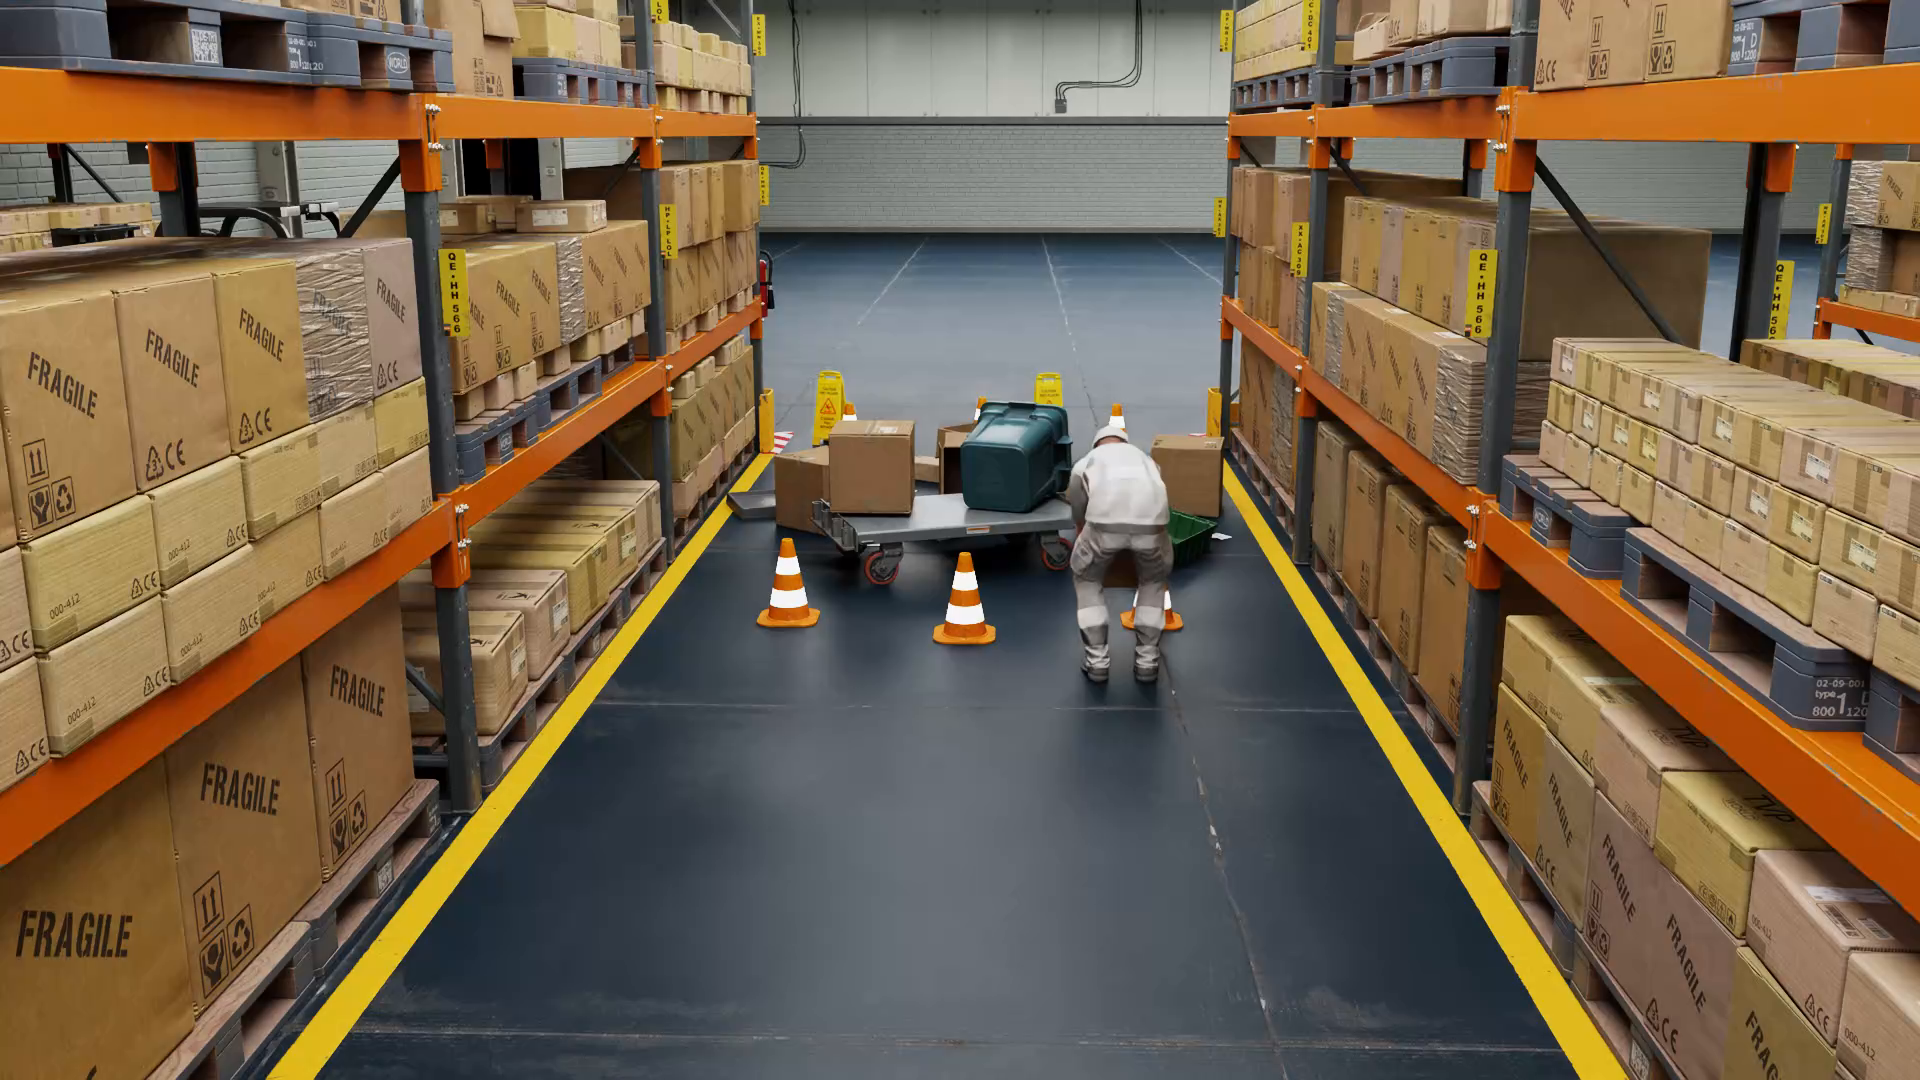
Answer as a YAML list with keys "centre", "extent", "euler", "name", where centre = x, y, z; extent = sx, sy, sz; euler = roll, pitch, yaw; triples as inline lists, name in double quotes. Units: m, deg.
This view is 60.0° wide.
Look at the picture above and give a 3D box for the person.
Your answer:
- centre: [0.808, 0.061, 8.470]
  extent: [0.517, 1.180, 0.944]
  euler: [0, 14, -1]
  name: "person"
